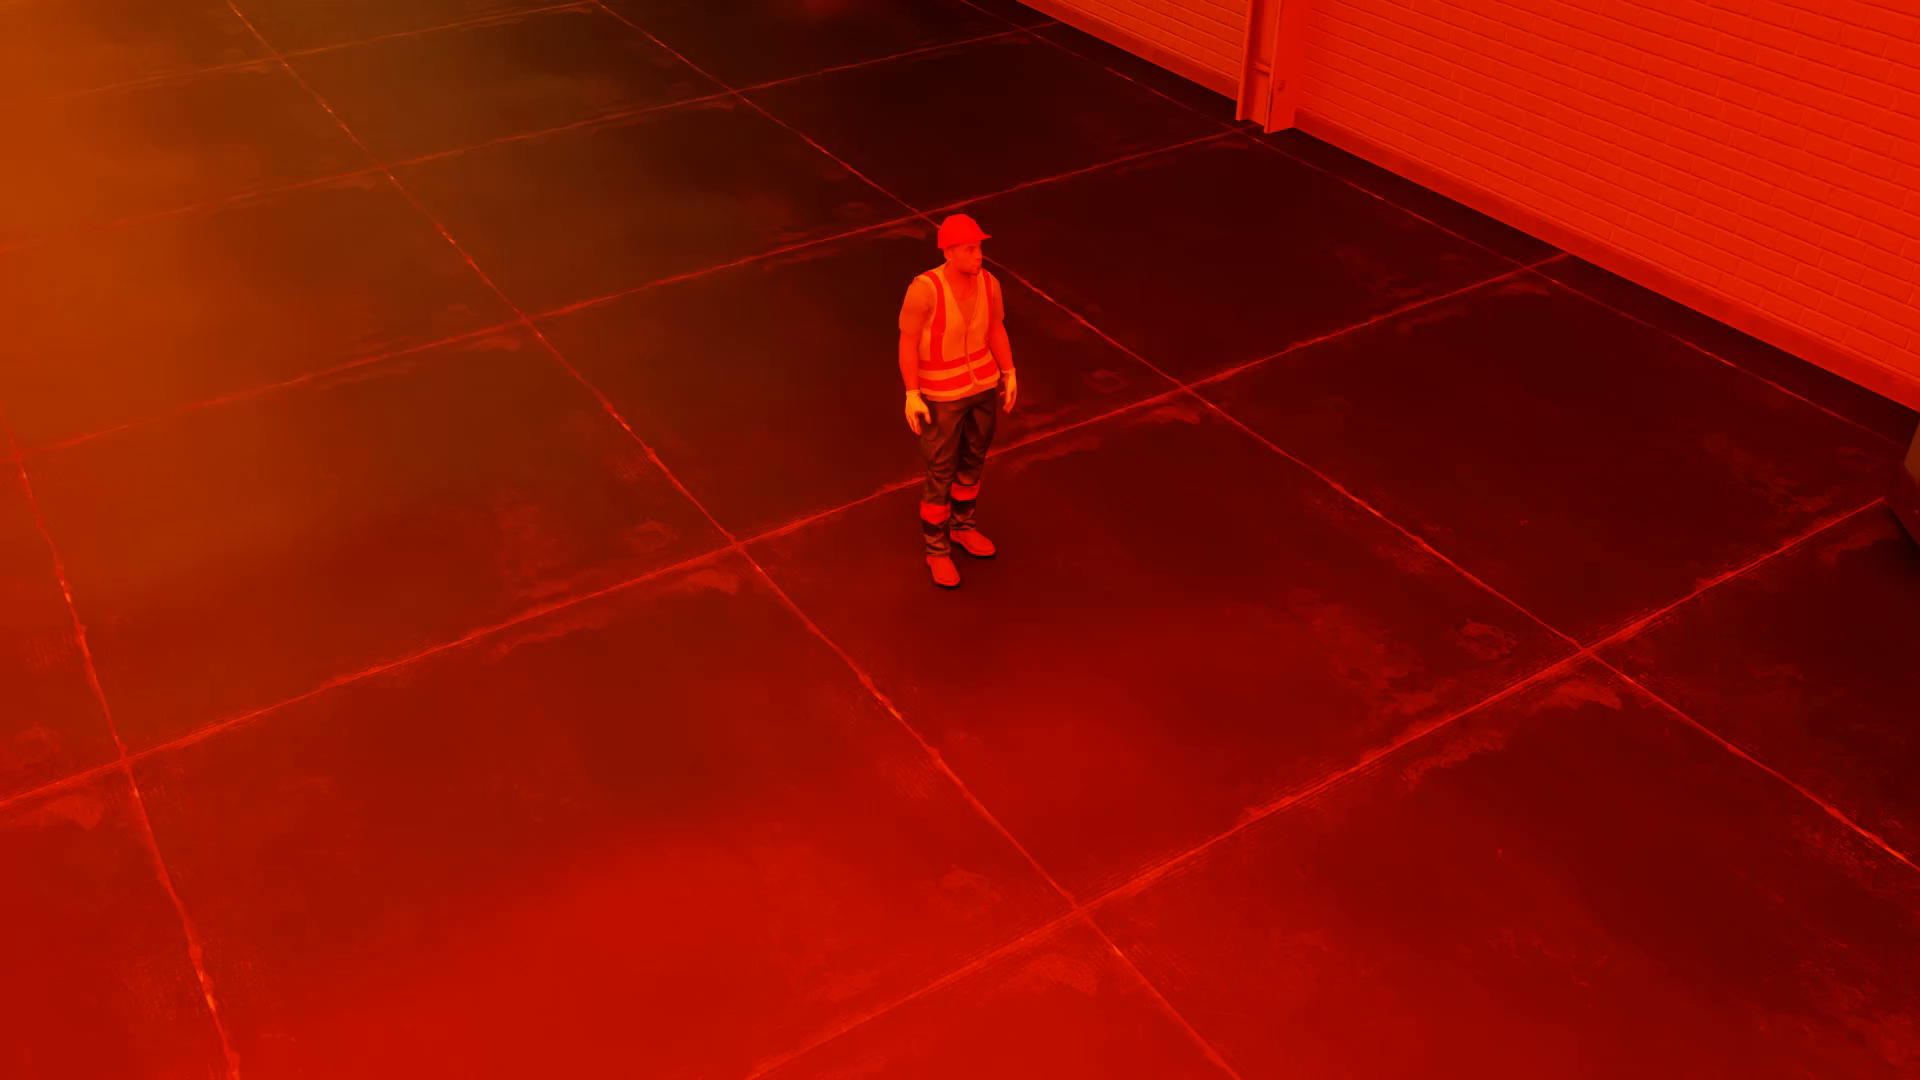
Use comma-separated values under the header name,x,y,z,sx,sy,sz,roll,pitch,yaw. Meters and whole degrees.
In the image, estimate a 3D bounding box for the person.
name,x,y,z,sx,sy,sz,roll,pitch,yaw
person,0.033,-0.696,8.118,0.637,1.787,0.564,-21,40,-27

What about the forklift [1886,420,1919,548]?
name,x,y,z,sx,sy,sz,roll,pitch,yaw
forklift,6.425,-1.051,7.644,3.031,2.935,1.130,1,35,2
